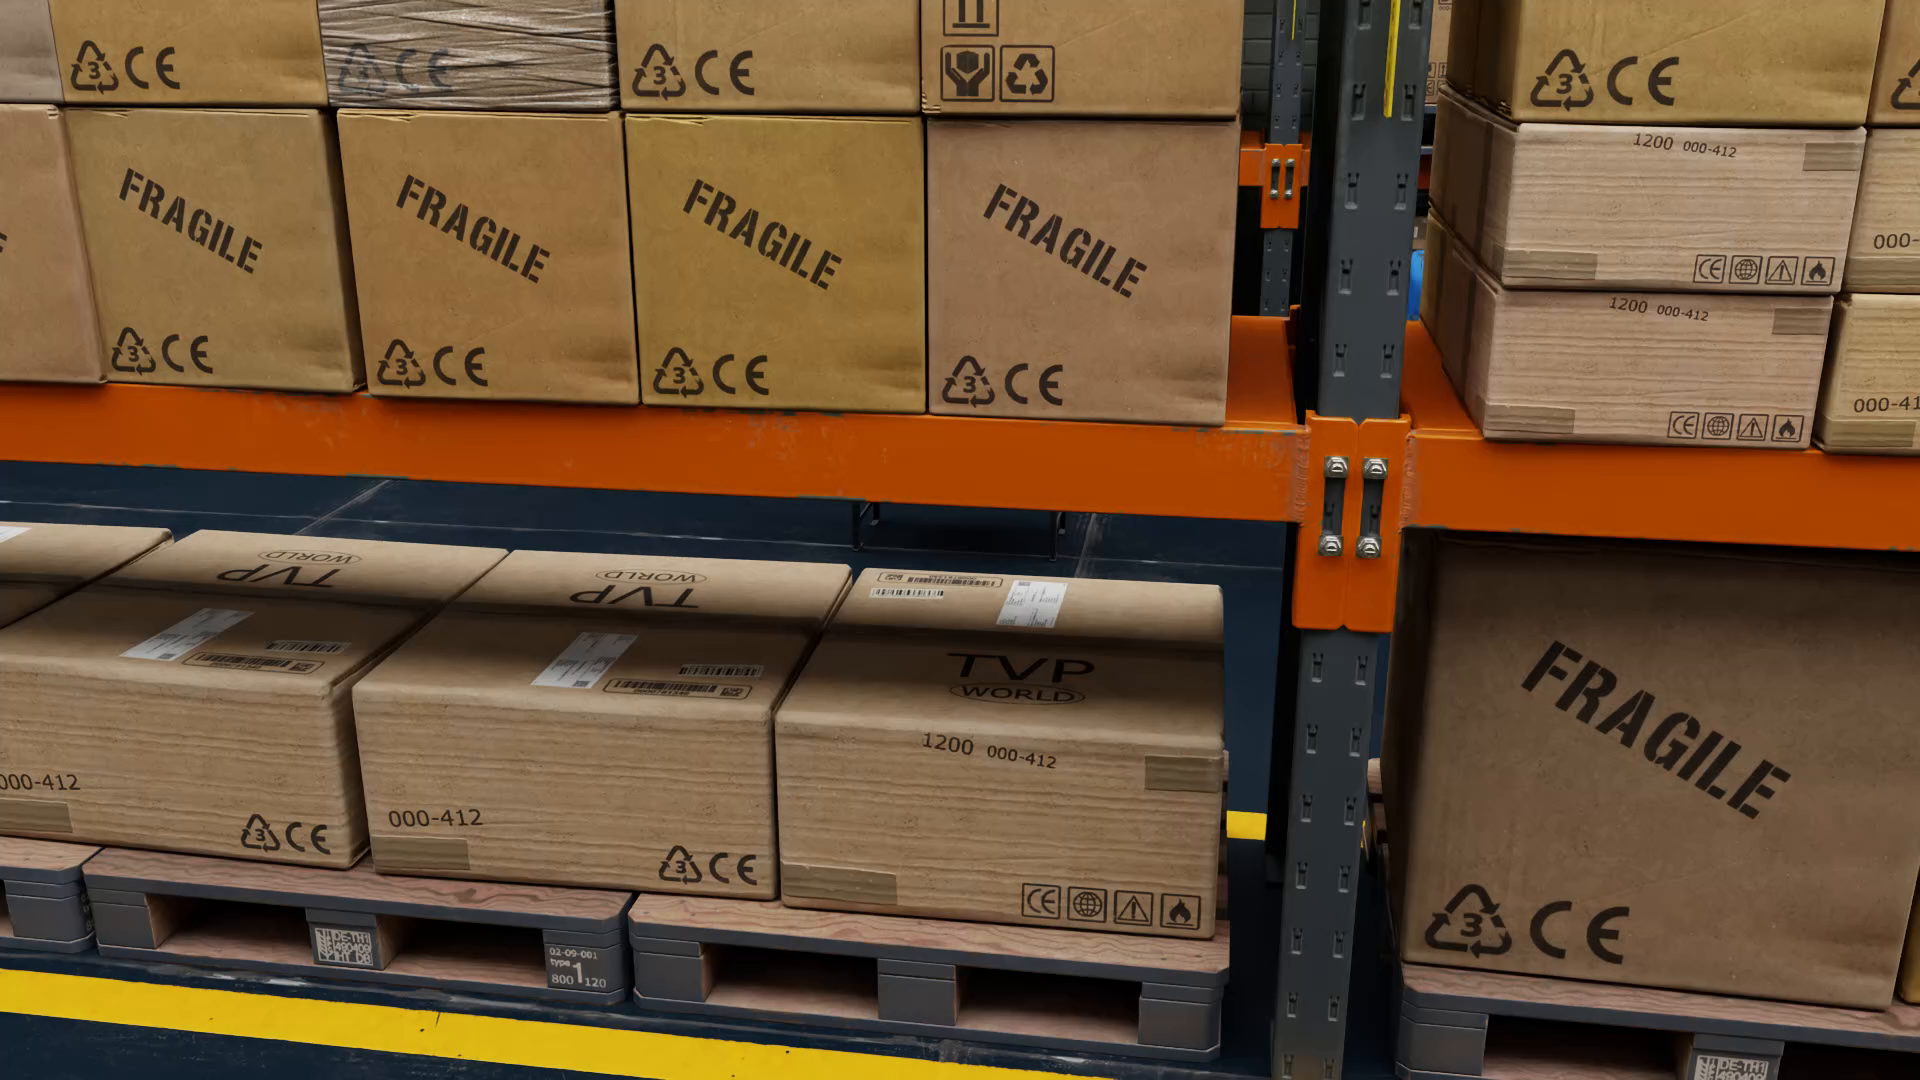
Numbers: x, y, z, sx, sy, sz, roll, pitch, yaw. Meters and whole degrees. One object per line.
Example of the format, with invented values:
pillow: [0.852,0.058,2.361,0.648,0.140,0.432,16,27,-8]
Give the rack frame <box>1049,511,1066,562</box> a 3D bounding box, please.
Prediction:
rack frame: [0.368,-0.692,6.009,0.023,1.500,0.400,3,19,9]

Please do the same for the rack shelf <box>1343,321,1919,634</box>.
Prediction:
rack shelf: [2.707,-0.080,2.950,4.000,0.370,1.077,3,19,9]

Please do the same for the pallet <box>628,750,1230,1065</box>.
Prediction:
pallet: [-0.006,0.737,3.767,1.213,0.211,1.003,3,19,9]

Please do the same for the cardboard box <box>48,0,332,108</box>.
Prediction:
cardboard box: [-1.275,-1.060,3.009,0.500,0.500,0.500,3,19,9]

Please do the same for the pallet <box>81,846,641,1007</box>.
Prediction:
pallet: [-1.214,0.677,3.948,1.213,0.211,1.003,3,19,9]

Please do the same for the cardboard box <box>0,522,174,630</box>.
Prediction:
cardboard box: [-2.549,0.294,4.073,0.875,0.438,0.875,2,19,7]

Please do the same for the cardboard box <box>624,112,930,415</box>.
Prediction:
cardboard box: [-0.275,-0.537,3.023,0.500,0.500,0.500,2,19,7]

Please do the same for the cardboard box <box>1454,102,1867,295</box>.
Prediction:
cardboard box: [1.122,-0.578,2.751,0.500,0.250,0.500,2,19,7]

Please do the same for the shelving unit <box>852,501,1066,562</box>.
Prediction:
shelving unit: [0.007,-0.711,6.064,0.755,1.500,0.431,3,19,9]

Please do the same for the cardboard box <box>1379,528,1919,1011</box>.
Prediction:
cardboard box: [1.358,0.292,3.389,0.875,0.875,0.875,4,19,10]

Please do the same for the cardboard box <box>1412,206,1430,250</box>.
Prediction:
cardboard box: [2.092,-1.440,7.667,0.250,0.149,0.380,2,19,6]

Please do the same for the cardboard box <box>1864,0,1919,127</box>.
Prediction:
cardboard box: [1.628,-0.915,2.576,0.500,0.500,0.500,3,19,8]

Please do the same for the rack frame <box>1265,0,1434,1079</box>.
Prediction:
rack frame: [0.733,-0.522,3.137,0.127,3.000,1.000,3,19,9]

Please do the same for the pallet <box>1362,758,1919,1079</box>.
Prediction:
pallet: [1.506,0.815,3.534,1.213,0.211,1.003,3,19,9]

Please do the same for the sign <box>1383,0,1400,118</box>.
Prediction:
sign: [0.646,-0.796,2.467,0.005,0.325,0.100,3,19,9]

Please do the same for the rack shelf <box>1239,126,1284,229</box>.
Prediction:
rack shelf: [-0.458,-1.837,8.200,4.000,0.370,1.077,3,19,9]

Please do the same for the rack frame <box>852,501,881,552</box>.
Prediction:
rack frame: [-0.355,-0.729,6.119,0.023,1.500,0.400,3,19,9]

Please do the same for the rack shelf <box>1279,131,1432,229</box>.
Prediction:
rack shelf: [3.491,-1.636,7.598,4.000,0.370,1.077,3,19,9]

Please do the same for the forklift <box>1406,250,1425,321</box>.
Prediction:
forklift: [3.050,-1.241,5.391,3.031,2.935,1.130,2,19,6]

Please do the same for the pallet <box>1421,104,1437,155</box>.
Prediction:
pallet: [2.288,-1.912,7.593,1.213,0.211,1.003,3,19,9]

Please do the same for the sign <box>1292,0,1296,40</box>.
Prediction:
sign: [1.438,-2.318,7.138,0.005,0.325,0.100,3,19,9]

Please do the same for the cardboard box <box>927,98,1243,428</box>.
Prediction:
cardboard box: [0.234,-0.513,2.951,0.500,0.500,0.500,3,19,9]

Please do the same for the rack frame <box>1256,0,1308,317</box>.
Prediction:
rack frame: [1.516,-2.077,7.785,0.127,3.000,1.000,3,19,9]

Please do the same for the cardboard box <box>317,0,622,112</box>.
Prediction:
cardboard box: [-0.781,-1.032,2.926,0.500,0.500,0.500,3,19,9]

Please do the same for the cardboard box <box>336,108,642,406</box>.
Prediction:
cardboard box: [-0.773,-0.558,3.085,0.500,0.500,0.500,3,19,8]

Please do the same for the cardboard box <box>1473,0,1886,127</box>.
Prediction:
cardboard box: [1.122,-0.932,2.627,0.500,0.500,0.500,3,19,9]

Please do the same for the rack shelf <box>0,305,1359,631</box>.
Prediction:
rack shelf: [-1.242,-0.282,3.552,4.000,0.370,1.077,3,19,9]

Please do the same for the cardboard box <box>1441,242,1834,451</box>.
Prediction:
cardboard box: [1.125,-0.346,2.847,0.500,0.250,0.500,2,19,7]

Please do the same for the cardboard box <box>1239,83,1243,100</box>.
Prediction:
cardboard box: [0.311,-0.675,3.436,0.500,0.500,0.500,4,19,10]

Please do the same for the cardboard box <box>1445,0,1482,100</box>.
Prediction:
cardboard box: [1.214,-1.100,3.130,0.500,0.500,0.500,4,19,10]

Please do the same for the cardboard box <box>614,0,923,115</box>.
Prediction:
cardboard box: [-0.277,-1.009,2.858,0.500,0.500,0.500,3,19,8]

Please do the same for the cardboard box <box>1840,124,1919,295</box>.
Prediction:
cardboard box: [1.642,-0.560,2.699,0.500,0.250,0.500,3,19,10]

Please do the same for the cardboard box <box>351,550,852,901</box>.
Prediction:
cardboard box: [-0.754,0.384,3.805,0.875,0.438,0.875,2,19,7]

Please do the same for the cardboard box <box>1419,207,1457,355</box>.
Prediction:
cardboard box: [1.216,-0.508,3.329,0.500,0.250,0.500,2,19,7]

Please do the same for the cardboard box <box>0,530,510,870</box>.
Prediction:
cardboard box: [-1.644,0.338,3.943,0.875,0.438,0.875,3,19,10]

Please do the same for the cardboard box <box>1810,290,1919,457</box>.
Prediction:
cardboard box: [1.636,-0.321,2.771,0.500,0.250,0.500,2,19,7]

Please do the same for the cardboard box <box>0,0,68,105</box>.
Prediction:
cardboard box: [-1.767,-1.084,3.084,0.500,0.500,0.500,3,19,8]

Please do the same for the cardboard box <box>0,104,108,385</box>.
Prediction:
cardboard box: [-1.785,-0.609,3.238,0.500,0.500,0.500,3,19,8]

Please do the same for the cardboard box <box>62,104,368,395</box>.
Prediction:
cardboard box: [-1.288,-0.589,3.178,0.500,0.500,0.500,4,19,10]

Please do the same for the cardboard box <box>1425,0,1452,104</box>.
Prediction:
cardboard box: [1.958,-2.230,7.420,0.500,0.500,0.700,3,19,10]

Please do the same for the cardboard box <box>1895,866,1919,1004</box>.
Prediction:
cardboard box: [2.251,0.335,3.260,0.875,0.875,0.875,3,19,10]

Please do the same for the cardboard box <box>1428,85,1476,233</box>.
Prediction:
cardboard box: [1.207,-0.742,3.242,0.500,0.250,0.500,3,19,9]

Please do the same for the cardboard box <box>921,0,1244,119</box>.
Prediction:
cardboard box: [0.223,-0.981,2.774,0.500,0.500,0.500,3,19,8]

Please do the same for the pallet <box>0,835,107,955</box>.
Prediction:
pallet: [-2.415,0.615,4.134,1.213,0.211,1.003,3,19,9]

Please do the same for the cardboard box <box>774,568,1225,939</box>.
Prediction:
cardboard box: [0.130,0.428,3.671,0.875,0.438,0.875,3,19,8]
